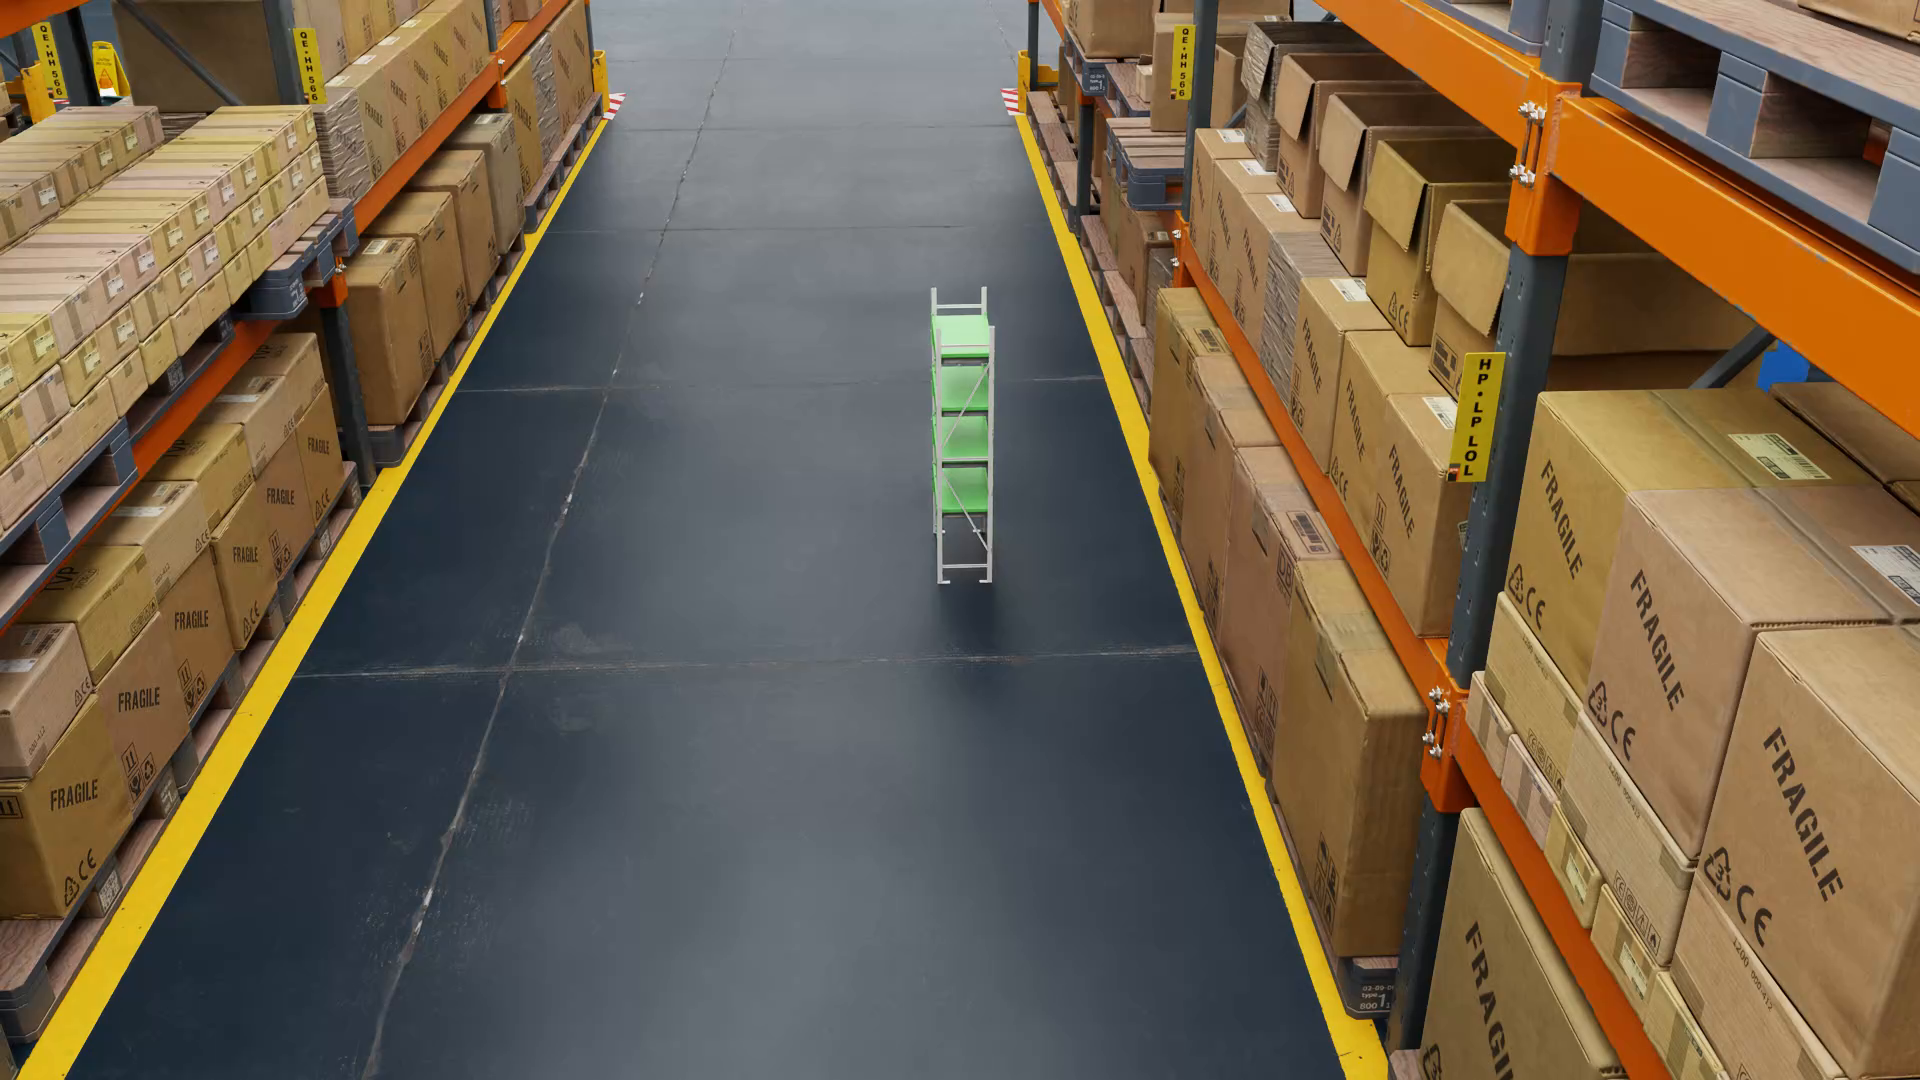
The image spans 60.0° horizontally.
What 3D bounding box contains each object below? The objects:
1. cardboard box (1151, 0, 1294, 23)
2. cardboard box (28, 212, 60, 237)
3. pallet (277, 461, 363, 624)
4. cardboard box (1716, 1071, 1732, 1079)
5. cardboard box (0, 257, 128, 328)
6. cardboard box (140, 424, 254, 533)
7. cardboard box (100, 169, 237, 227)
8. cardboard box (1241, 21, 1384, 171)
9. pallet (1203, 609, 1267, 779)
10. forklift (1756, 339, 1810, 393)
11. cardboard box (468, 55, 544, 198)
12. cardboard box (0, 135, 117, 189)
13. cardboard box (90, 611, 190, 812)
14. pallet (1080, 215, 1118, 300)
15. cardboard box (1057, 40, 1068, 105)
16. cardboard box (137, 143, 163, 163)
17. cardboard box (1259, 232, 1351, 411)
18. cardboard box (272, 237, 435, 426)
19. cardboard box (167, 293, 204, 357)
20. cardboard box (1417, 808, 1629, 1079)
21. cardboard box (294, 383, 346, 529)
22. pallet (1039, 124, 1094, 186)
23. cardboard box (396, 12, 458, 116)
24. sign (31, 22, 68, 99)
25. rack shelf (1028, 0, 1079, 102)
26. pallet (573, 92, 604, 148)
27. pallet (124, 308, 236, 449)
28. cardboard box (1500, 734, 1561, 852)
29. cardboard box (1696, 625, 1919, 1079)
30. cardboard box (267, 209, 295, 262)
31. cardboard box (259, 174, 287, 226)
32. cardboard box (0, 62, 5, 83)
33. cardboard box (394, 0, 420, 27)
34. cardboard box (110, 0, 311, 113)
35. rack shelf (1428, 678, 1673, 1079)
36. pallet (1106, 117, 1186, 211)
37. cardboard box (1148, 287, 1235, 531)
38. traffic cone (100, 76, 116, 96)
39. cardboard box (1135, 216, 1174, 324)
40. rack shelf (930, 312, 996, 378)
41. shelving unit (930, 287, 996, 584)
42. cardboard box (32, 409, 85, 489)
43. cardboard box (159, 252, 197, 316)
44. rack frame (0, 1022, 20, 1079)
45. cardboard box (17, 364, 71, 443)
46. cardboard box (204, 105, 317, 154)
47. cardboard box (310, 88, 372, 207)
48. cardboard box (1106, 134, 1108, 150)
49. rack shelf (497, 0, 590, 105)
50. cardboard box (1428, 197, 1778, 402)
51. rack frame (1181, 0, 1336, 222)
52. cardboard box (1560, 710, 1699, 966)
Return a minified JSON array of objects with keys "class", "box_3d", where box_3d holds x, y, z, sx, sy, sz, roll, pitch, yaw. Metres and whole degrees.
[{"class":"cardboard box","box_3d":[1.514,-2.951,9.599,0.797,0.503,0.637,1,28,3]},{"class":"cardboard box","box_3d":[-3.534,-1.096,6.104,0.380,0.149,0.250,-1,28,-3]},{"class":"pallet","box_3d":[-3.379,0.000,7.522,1.003,0.211,1.213,-1,28,-3]},{"class":"cardboard box","box_3d":[1.501,1.031,2.801,0.380,0.149,0.250,-1,28,-2]},{"class":"cardboard box","box_3d":[-2.826,-0.762,5.142,0.380,0.149,0.250,-2,28,-3]},{"class":"cardboard box","box_3d":[-3.072,-0.230,6.386,0.500,0.250,0.500,-1,28,-1]},{"class":"cardboard box","box_3d":[-2.886,-1.249,6.075,0.380,0.149,0.250,-1,28,-3]},{"class":"cardboard box","box_3d":[1.562,-1.822,6.806,0.797,0.503,0.637,0,28,-1]},{"class":"pallet","box_3d":[1.567,0.494,6.575,1.003,0.211,1.213,-1,28,-3]},{"class":"forklift","box_3d":[3.377,-2.099,8.606,1.130,2.935,3.031,-1,28,-1]},{"class":"cardboard box","box_3d":[-3.590,-2.981,12.065,0.875,0.875,0.875,-1,28,-2]},{"class":"cardboard box","box_3d":[-3.562,-1.480,6.519,0.380,0.149,0.250,-2,28,-3]},{"class":"cardboard box","box_3d":[-3.012,0.580,5.643,0.500,0.500,0.500,0,28,0]},{"class":"pallet","box_3d":[1.374,-1.922,11.207,1.003,0.211,1.213,-1,28,-3]},{"class":"cardboard box","box_3d":[1.139,-4.154,14.720,0.500,0.500,0.500,4,28,7]},{"class":"cardboard box","box_3d":[-3.593,-1.576,7.024,0.380,0.149,0.250,0,28,0]},{"class":"cardboard box","box_3d":[1.378,-0.778,5.890,0.500,0.500,0.500,-1,28,-2]},{"class":"cardboard box","box_3d":[-3.360,-1.070,8.536,1.050,0.750,0.750,-2,28,-3]},{"class":"cardboard box","box_3d":[-2.854,-0.737,5.738,0.380,0.149,0.250,-3,28,-5]},{"class":"cardboard box","box_3d":[1.704,1.239,3.974,0.875,0.875,0.875,-1,28,-3]},{"class":"cardboard box","box_3d":[-3.123,-0.378,7.479,0.500,0.500,0.500,-2,28,-3]},{"class":"pallet","box_3d":[1.194,-3.155,13.572,1.003,0.211,1.213,-1,28,-3]},{"class":"cardboard box","box_3d":[-3.280,-2.788,9.743,0.500,0.500,0.500,-1,28,-2]},{"class":"sign","box_3d":[-3.972,-2.096,7.273,0.100,0.325,0.005,-1,28,-3]},{"class":"rack shelf","box_3d":[1.227,-4.122,13.188,1.077,0.370,4.000,-1,28,-3]},{"class":"pallet","box_3d":[-3.716,-3.688,14.593,1.003,0.211,1.213,-1,28,-3]},{"class":"pallet","box_3d":[-3.274,-0.599,5.863,1.003,0.211,1.213,-1,28,-3]},{"class":"cardboard box","box_3d":[1.446,0.554,3.716,0.380,0.149,0.250,-2,28,-4]},{"class":"cardboard box","box_3d":[1.569,0.474,2.627,0.500,0.500,0.500,-2,28,-4]},{"class":"cardboard box","box_3d":[-2.908,-1.222,6.667,0.380,0.149,0.250,-1,28,-2]},{"class":"cardboard box","box_3d":[-2.906,-1.342,6.576,0.380,0.149,0.250,-1,28,-1]},{"class":"cardboard box","box_3d":[-8.472,-4.062,14.002,0.500,0.500,0.500,-1,28,-2]},{"class":"cardboard box","box_3d":[-3.540,-3.232,9.514,0.700,0.500,0.500,-1,28,-2]},{"class":"cardboard box","box_3d":[-3.432,-2.293,7.713,0.700,0.500,0.500,-2,28,-3]},{"class":"rack shelf","box_3d":[1.854,1.419,2.563,1.077,0.370,4.000,-1,28,-3]},{"class":"pallet","box_3d":[1.397,-1.912,8.380,1.213,0.211,1.003,-1,28,-3]},{"class":"cardboard box","box_3d":[1.556,-0.595,7.491,1.225,0.875,0.875,-3,28,-5]},{"class":"traffic cone","box_3d":[-7.463,-3.833,14.600,0.336,0.463,0.334,-1,28,-3]},{"class":"cardboard box","box_3d":[1.407,-1.584,9.770,0.700,0.500,0.500,1,28,2]},{"class":"rack shelf","box_3d":[0.009,-0.824,7.134,0.258,0.148,0.480,-1,28,-3]},{"class":"shelving unit","box_3d":[0.009,-0.456,7.326,0.258,1.200,0.503,-1,28,-3]},{"class":"cardboard box","box_3d":[-2.800,-0.261,4.825,0.380,0.149,0.250,-1,28,-2]},{"class":"cardboard box","box_3d":[-2.854,-0.872,5.674,0.380,0.149,0.250,-2,28,-4]},{"class":"rack frame","box_3d":[-3.209,0.250,4.027,1.000,3.000,0.127,-1,28,-3]},{"class":"cardboard box","box_3d":[-2.800,-0.389,4.748,0.380,0.149,0.250,-1,28,-1]},{"class":"cardboard box","box_3d":[-2.935,-1.721,6.980,0.380,0.149,0.250,-2,28,-5]},{"class":"cardboard box","box_3d":[-3.172,-1.856,7.956,0.500,0.500,0.500,-1,28,-2]},{"class":"cardboard box","box_3d":[1.351,-2.781,12.088,0.500,0.500,0.500,-2,28,-4]},{"class":"rack shelf","box_3d":[-3.731,-4.049,13.048,1.077,0.370,4.000,-1,28,-3]},{"class":"cardboard box","box_3d":[1.708,-0.607,4.478,0.797,0.503,0.637,-2,28,-4]},{"class":"rack frame","box_3d":[1.540,-1.670,7.709,1.000,3.000,0.127,-1,28,-3]},{"class":"cardboard box","box_3d":[1.533,0.564,3.265,0.500,0.250,0.500,-2,28,-3]}]
